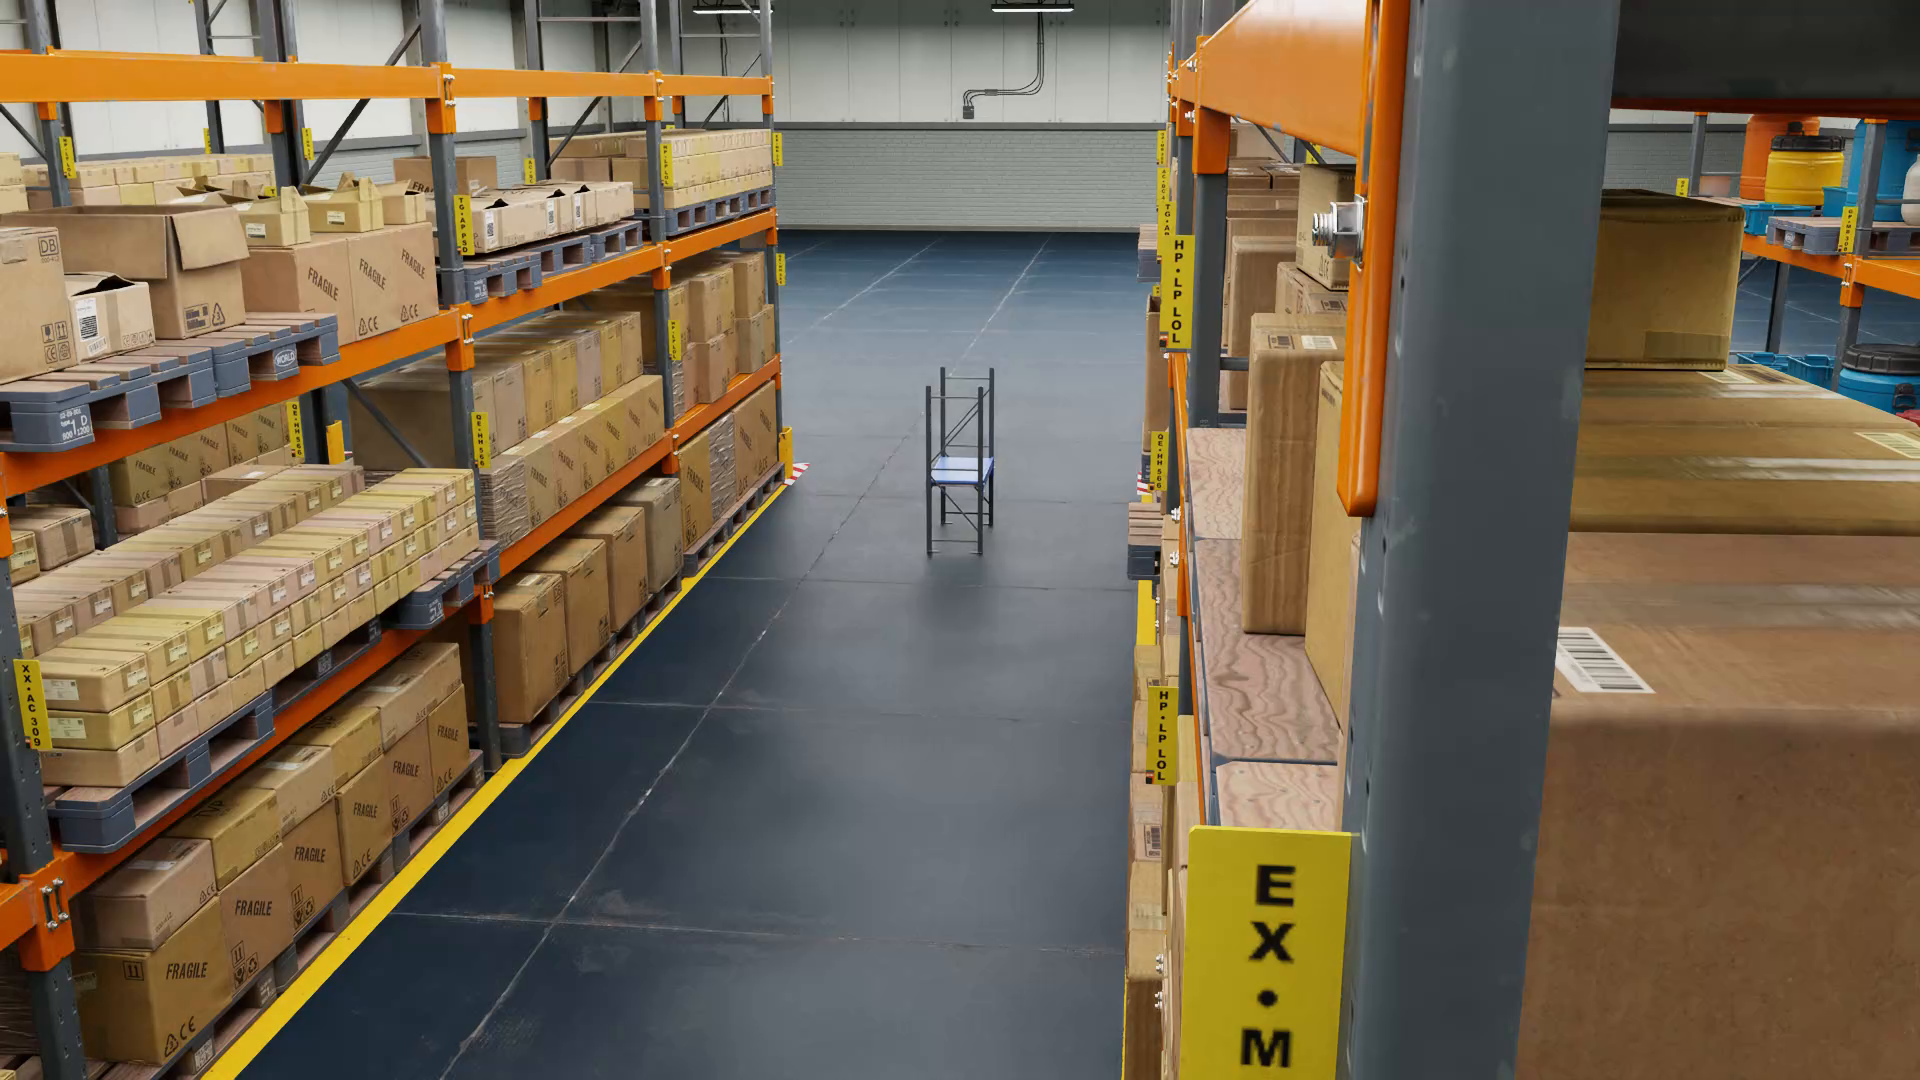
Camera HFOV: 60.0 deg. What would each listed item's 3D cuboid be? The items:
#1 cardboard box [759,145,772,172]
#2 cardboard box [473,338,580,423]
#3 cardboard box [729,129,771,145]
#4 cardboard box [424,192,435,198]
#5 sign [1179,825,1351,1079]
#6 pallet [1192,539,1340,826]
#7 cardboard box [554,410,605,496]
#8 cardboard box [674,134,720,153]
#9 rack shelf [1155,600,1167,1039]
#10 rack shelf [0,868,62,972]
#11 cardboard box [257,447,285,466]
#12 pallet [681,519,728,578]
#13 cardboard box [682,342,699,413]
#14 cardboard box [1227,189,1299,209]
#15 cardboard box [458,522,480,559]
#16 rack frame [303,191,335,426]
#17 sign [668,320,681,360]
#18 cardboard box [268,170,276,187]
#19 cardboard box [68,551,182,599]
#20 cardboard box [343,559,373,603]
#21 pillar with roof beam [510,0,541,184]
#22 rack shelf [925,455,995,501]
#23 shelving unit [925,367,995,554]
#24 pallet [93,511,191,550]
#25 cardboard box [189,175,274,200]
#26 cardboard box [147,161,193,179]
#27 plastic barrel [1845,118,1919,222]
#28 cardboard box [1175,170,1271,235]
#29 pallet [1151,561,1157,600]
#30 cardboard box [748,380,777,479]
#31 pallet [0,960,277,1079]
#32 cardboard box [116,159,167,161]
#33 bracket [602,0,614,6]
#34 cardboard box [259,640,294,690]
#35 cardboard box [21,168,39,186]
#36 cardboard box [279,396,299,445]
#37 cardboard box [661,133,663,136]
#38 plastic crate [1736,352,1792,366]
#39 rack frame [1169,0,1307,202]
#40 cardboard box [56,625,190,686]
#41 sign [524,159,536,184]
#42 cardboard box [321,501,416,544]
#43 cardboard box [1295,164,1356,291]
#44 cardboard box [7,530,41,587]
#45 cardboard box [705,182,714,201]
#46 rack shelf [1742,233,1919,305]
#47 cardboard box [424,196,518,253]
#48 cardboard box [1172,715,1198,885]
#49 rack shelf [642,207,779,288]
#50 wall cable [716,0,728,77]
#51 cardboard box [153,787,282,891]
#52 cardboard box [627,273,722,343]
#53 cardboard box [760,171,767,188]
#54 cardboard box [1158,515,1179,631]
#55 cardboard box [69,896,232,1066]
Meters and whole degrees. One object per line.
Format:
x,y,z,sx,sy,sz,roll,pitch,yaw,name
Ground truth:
-2.168,-3.775,16.437,0.500,0.250,0.500,2,15,7,cardboard box
-3.064,-1.109,11.496,0.700,0.500,0.500,2,15,6,cardboard box
-2.091,-4.005,16.525,0.380,0.149,0.250,2,15,7,cardboard box
-3.473,-2.001,10.330,0.500,0.311,0.500,2,15,6,cardboard box
0.184,0.326,1.008,0.100,0.325,0.005,2,15,6,sign
0.930,0.267,2.938,1.003,0.211,1.213,2,15,6,pallet
-2.804,-0.613,11.580,0.500,0.500,0.500,2,15,6,cardboard box
-2.321,-3.479,14.582,0.380,0.149,0.250,2,15,6,cardboard box
1.398,0.974,7.281,1.077,0.370,4.000,2,15,6,rack shelf
-3.970,1.839,4.081,1.077,0.370,4.000,2,15,6,rack shelf
-7.210,-0.783,16.862,0.500,0.250,0.500,2,15,6,cardboard box
-2.678,0.049,14.664,1.003,0.211,1.213,2,15,6,pallet
-2.772,-1.414,14.445,0.875,0.550,0.550,2,15,6,cardboard box
1.627,-1.433,8.053,0.797,0.503,0.637,3,15,10,cardboard box
-2.892,-0.005,9.197,0.380,0.149,0.250,2,15,7,cardboard box
-7.320,-2.259,17.858,1.000,3.000,0.127,2,15,6,rack frame
-2.301,-1.609,13.389,0.100,0.325,0.005,2,15,6,sign
-7.110,-3.638,16.927,0.500,0.250,0.500,2,15,6,cardboard box
-3.745,0.156,7.462,0.380,0.149,0.250,1,15,4,cardboard box
-3.040,0.186,7.921,0.380,0.149,0.250,2,15,8,cardboard box
-6.241,-11.244,39.594,9.100,9.000,0.548,2,15,6,pillar with roof beam
0.010,-0.572,15.183,0.538,0.185,1.000,2,15,6,rack shelf
0.010,-0.746,15.136,0.538,1.500,1.048,2,15,6,shelving unit
-7.731,-0.051,15.033,1.003,0.211,1.213,2,15,6,pallet
-3.671,-1.700,8.385,0.396,0.266,0.258,2,15,6,cardboard box
-7.318,-3.411,15.325,0.380,0.149,0.250,2,15,7,cardboard box
7.215,-2.932,12.834,0.600,0.901,0.708,2,15,6,plastic barrel
1.429,-1.761,9.120,0.500,0.500,0.500,2,15,8,cardboard box
2.116,0.241,13.954,1.003,0.211,1.213,2,15,6,pallet
-2.401,-1.139,16.981,0.875,0.875,0.875,2,15,7,cardboard box
-3.658,2.117,7.017,1.003,0.211,1.213,2,15,6,pallet
-7.811,-3.560,15.878,0.380,0.149,0.250,2,15,8,cardboard box
-9.536,-14.547,44.911,0.235,0.232,0.430,2,15,6,bracket
-3.128,0.535,7.202,0.380,0.149,0.250,1,15,4,cardboard box
-7.953,-3.022,13.886,0.380,0.149,0.250,2,15,7,cardboard box
-7.151,-1.281,17.267,0.500,0.500,0.500,2,15,7,cardboard box
-2.917,-3.629,15.135,0.380,0.149,0.250,2,15,7,cardboard box
7.689,-1.611,15.746,0.499,0.251,0.616,2,15,6,plastic crate
2.075,-3.826,12.159,1.000,3.000,0.127,2,15,6,rack frame
-3.218,0.443,6.402,0.380,0.149,0.250,2,15,8,cardboard box
-3.393,-2.854,13.169,0.100,0.325,0.005,2,15,6,sign
-2.979,-0.090,8.374,0.380,0.149,0.250,2,15,8,cardboard box
1.060,-0.720,3.797,0.500,0.250,0.500,1,15,3,cardboard box
-7.906,0.167,13.116,0.950,0.372,0.625,3,15,10,cardboard box
-2.350,-3.028,14.441,0.380,0.149,0.250,1,15,5,cardboard box
7.222,-2.403,14.023,1.077,0.370,4.000,2,15,6,rack shelf
-2.993,-1.902,9.965,0.500,0.311,0.500,2,15,6,cardboard box
0.864,0.829,4.720,0.500,0.500,0.500,2,15,6,cardboard box
-2.616,-2.722,15.200,1.077,0.370,4.000,2,15,6,rack shelf
-5.507,-14.512,47.950,3.097,2.526,0.112,2,15,6,wall cable
-3.341,1.293,7.270,0.500,0.250,0.500,2,15,8,cardboard box
-2.622,-2.073,14.812,0.875,0.550,0.550,2,15,6,cardboard box
-2.120,-3.556,16.392,0.380,0.149,0.250,2,15,7,cardboard box
1.299,0.177,8.656,0.500,0.500,0.500,2,15,8,cardboard box
-3.397,1.793,6.857,0.500,0.500,0.500,2,15,8,cardboard box
